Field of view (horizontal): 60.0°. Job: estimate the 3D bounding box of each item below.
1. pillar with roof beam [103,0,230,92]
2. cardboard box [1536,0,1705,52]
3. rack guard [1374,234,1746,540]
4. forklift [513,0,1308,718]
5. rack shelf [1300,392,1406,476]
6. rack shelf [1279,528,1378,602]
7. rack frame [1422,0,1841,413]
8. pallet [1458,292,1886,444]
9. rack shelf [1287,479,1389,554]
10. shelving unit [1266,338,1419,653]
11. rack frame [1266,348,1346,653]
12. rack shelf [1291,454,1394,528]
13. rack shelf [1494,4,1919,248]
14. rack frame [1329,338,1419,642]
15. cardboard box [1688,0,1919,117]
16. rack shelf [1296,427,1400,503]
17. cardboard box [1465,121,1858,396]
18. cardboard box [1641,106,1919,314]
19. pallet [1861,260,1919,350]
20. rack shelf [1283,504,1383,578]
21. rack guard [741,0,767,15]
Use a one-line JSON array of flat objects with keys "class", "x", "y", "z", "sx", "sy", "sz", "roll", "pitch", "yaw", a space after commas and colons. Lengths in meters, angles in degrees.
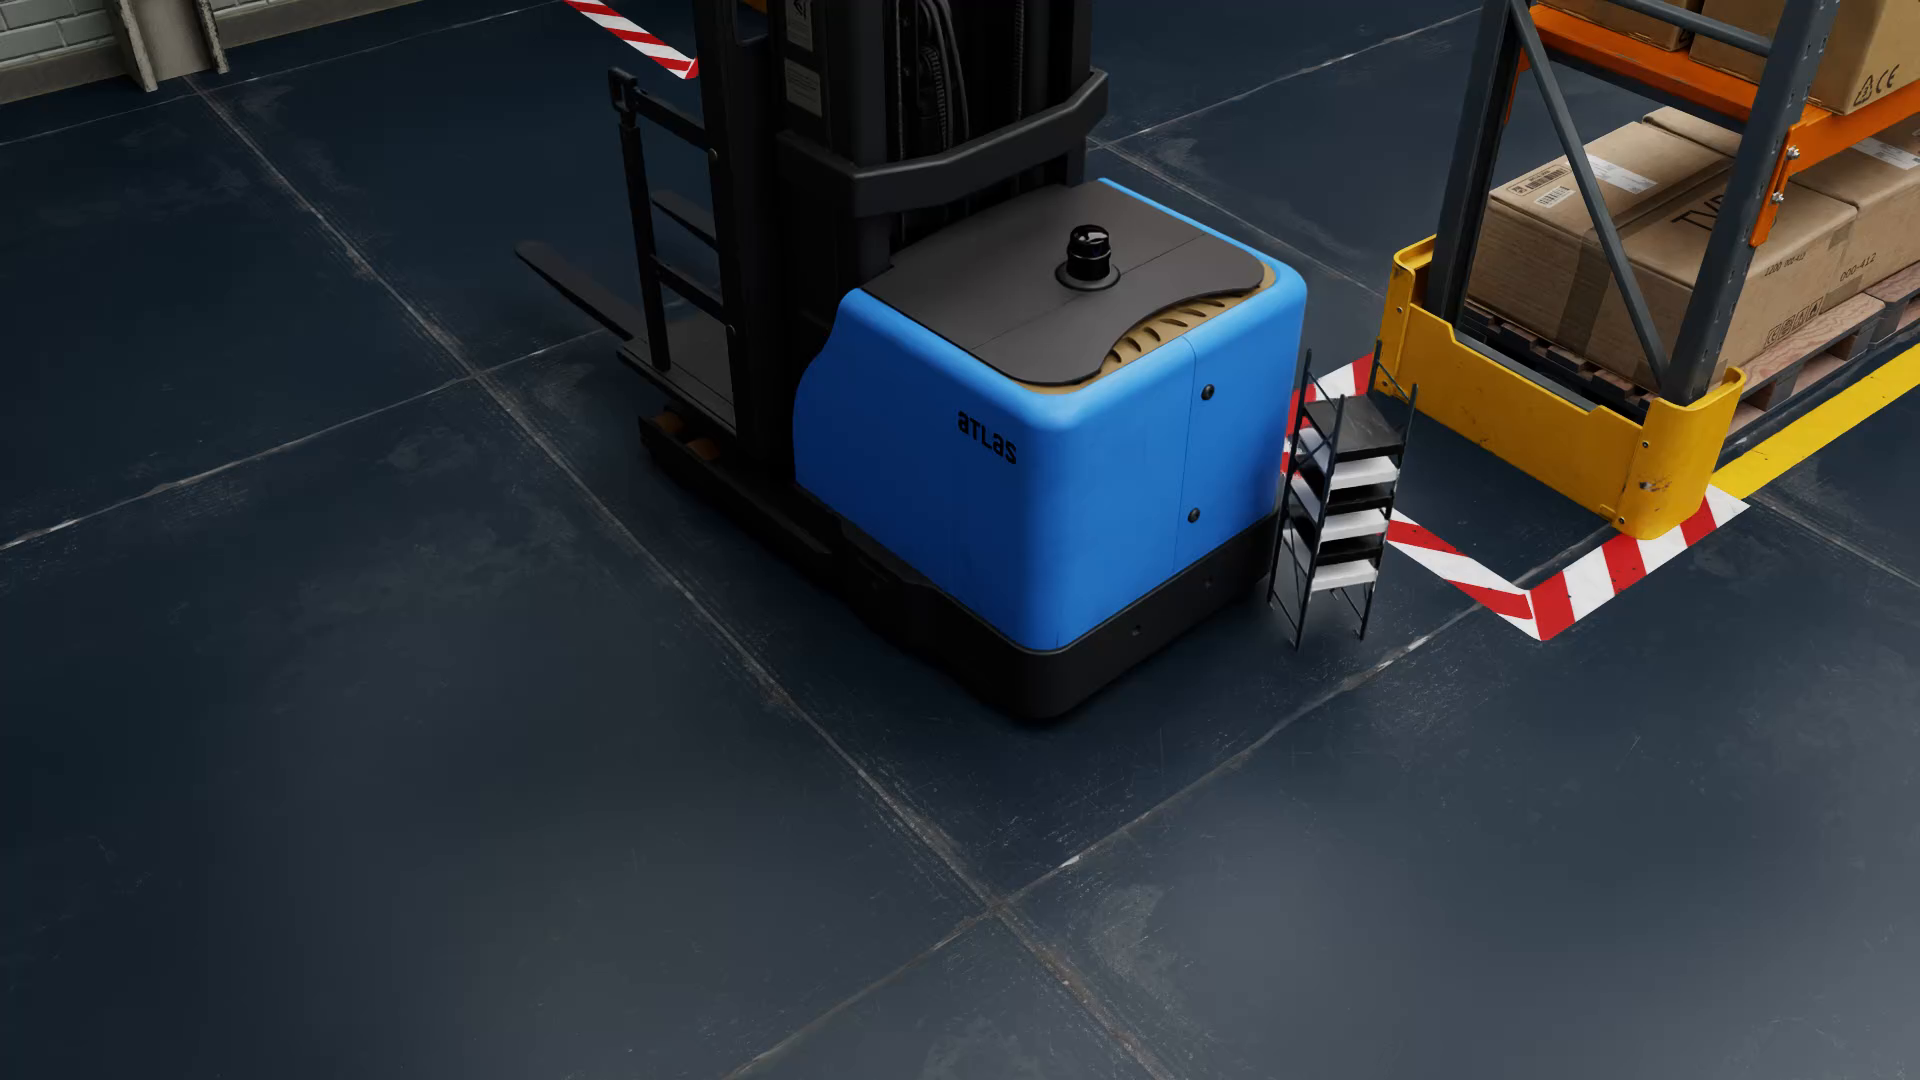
[{"class": "pillar with roof beam", "x": -1.139, "y": -3.572, "z": 2.509, "sx": 0.400, "sy": 9.000, "sz": 9.100, "roll": -26, "pitch": 46, "yaw": -28}, {"class": "cardboard box", "x": 2.173, "y": -1.869, "z": 5.085, "sx": 0.500, "sy": 0.500, "sz": 0.500, "roll": -26, "pitch": 46, "yaw": -28}, {"class": "rack guard", "x": 1.933, "y": -0.535, "z": 5.509, "sx": 0.348, "sy": 0.500, "sz": 1.175, "roll": -26, "pitch": 46, "yaw": -28}, {"class": "forklift", "x": -0.416, "y": -1.497, "z": 4.764, "sx": 1.130, "sy": 2.935, "sz": 3.031, "roll": -30, "pitch": 48, "yaw": -31}, {"class": "rack shelf", "x": 1.060, "y": -0.291, "z": 4.521, "sx": 0.200, "sy": 0.077, "sz": 0.258, "roll": -9, "pitch": 40, "yaw": -11}, {"class": "rack shelf", "x": 1.058, "y": 0.057, "z": 4.806, "sx": 0.200, "sy": 0.077, "sz": 0.258, "roll": -9, "pitch": 40, "yaw": -11}, {"class": "rack frame", "x": 1.952, "y": -1.511, "z": 4.727, "sx": 0.127, "sy": 3.000, "sz": 1.000, "roll": -26, "pitch": 46, "yaw": -28}, {"class": "pallet", "x": 2.538, "y": -0.781, "z": 6.036, "sx": 1.213, "sy": 0.211, "sz": 1.003, "roll": -26, "pitch": 46, "yaw": -28}, {"class": "rack shelf", "x": 1.059, "y": -0.082, "z": 4.692, "sx": 0.200, "sy": 0.077, "sz": 0.258, "roll": -9, "pitch": 40, "yaw": -11}, {"class": "shelving unit", "x": 1.059, "y": -0.108, "z": 4.671, "sx": 0.210, "sy": 0.900, "sz": 0.258, "roll": -9, "pitch": 40, "yaw": -11}, {"class": "rack frame", "x": 0.960, "y": -0.093, "z": 4.652, "sx": 0.006, "sy": 0.900, "sz": 0.240, "roll": -9, "pitch": 40, "yaw": -11}, {"class": "rack shelf", "x": 1.059, "y": -0.152, "z": 4.635, "sx": 0.200, "sy": 0.077, "sz": 0.258, "roll": -9, "pitch": 40, "yaw": -11}, {"class": "rack shelf", "x": 3.538, "y": -2.006, "z": 5.897, "sx": 4.000, "sy": 0.370, "sz": 1.077, "roll": -26, "pitch": 46, "yaw": -28}, {"class": "rack frame", "x": 1.157, "y": -0.123, "z": 4.690, "sx": 0.006, "sy": 0.900, "sz": 0.240, "roll": -9, "pitch": 40, "yaw": -11}, {"class": "cardboard box", "x": 2.508, "y": -1.591, "z": 4.745, "sx": 0.500, "sy": 0.500, "sz": 0.500, "roll": -26, "pitch": 46, "yaw": -28}, {"class": "rack shelf", "x": 1.059, "y": -0.222, "z": 4.578, "sx": 0.200, "sy": 0.077, "sz": 0.258, "roll": -9, "pitch": 40, "yaw": -11}, {"class": "cardboard box", "x": 2.415, "y": -0.988, "z": 5.779, "sx": 0.875, "sy": 0.438, "sz": 0.875, "roll": -28, "pitch": 47, "yaw": -29}, {"class": "cardboard box", "x": 3.135, "y": -1.346, "z": 6.215, "sx": 0.875, "sy": 0.438, "sz": 0.875, "roll": -25, "pitch": 45, "yaw": -27}, {"class": "pallet", "x": 3.505, "y": -1.250, "z": 6.608, "sx": 1.213, "sy": 0.211, "sz": 1.003, "roll": -26, "pitch": 46, "yaw": -28}, {"class": "rack shelf", "x": 1.058, "y": -0.013, "z": 4.749, "sx": 0.200, "sy": 0.077, "sz": 0.258, "roll": -9, "pitch": 40, "yaw": -11}, {"class": "rack guard", "x": -1.015, "y": -3.069, "z": 8.597, "sx": 0.348, "sy": 0.500, "sz": 1.175, "roll": -26, "pitch": 46, "yaw": -28}]
